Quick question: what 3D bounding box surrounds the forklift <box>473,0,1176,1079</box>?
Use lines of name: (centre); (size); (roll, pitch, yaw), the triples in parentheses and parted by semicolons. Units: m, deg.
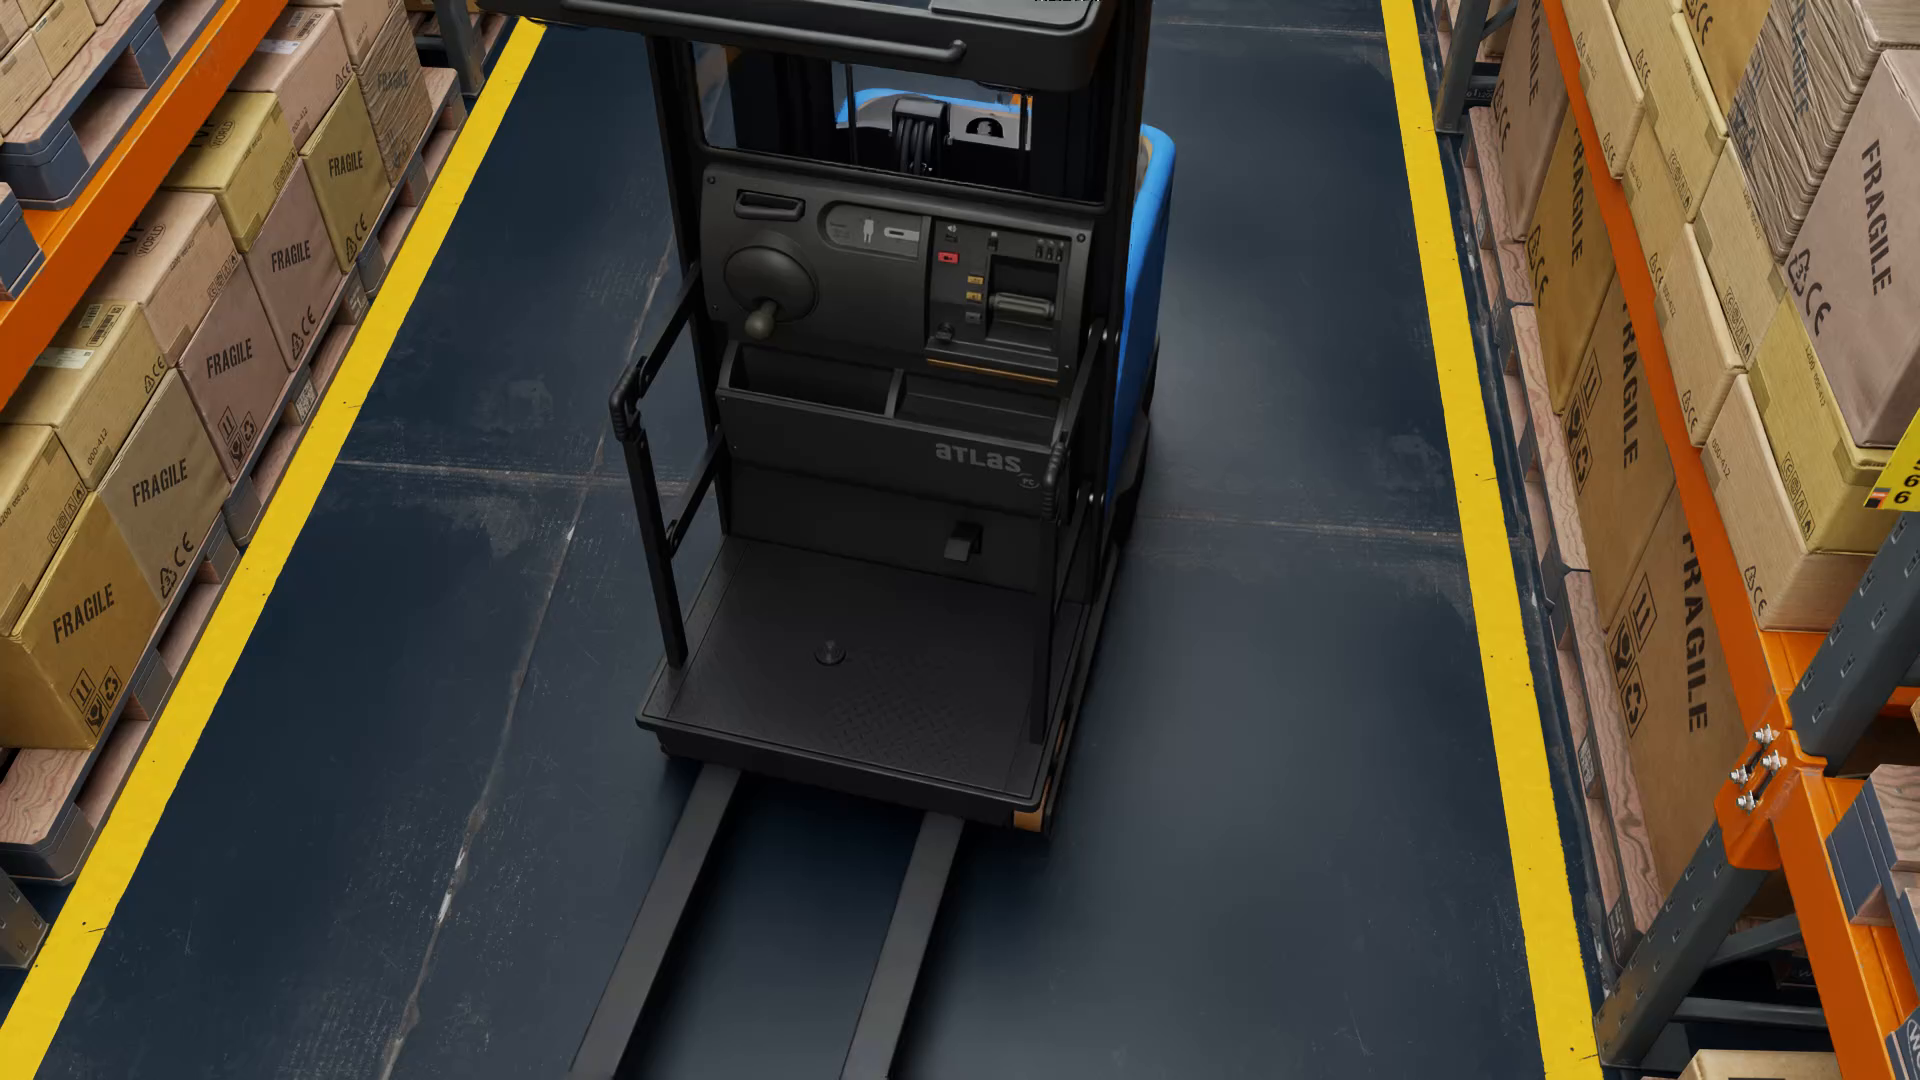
forklift: (-0.211, -0.521, 3.740); (1.130, 2.935, 3.031); (11, 48, 10)

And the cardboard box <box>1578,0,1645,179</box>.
cardboard box: (1.969, -1.195, 4.412); (0.500, 0.250, 0.500); (3, 48, 3)

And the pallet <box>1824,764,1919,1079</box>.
pallet: (2.111, 0.861, 2.559); (1.213, 0.211, 1.003); (4, 48, 4)

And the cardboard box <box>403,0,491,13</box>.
cardboard box: (-2.151, -2.358, 7.021); (0.380, 0.149, 0.250); (2, 48, 2)

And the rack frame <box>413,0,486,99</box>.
rack frame: (-2.504, -2.932, 5.899); (1.000, 3.000, 0.127); (4, 48, 4)

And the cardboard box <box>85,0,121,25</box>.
cardboard box: (-2.483, -1.531, 4.503); (0.380, 0.149, 0.250); (2, 48, 2)

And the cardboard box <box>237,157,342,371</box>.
cardboard box: (-2.419, -0.916, 5.464); (0.500, 0.500, 0.500); (3, 48, 3)

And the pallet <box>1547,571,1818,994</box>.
pallet: (2.217, 0.633, 4.528); (1.003, 0.211, 1.213); (4, 48, 4)

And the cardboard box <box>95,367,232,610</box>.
cardboard box: (-2.508, -0.163, 4.776); (0.500, 0.500, 0.500); (4, 48, 4)

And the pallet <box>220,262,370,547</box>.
pallet: (-2.682, -0.520, 5.583); (1.003, 0.211, 1.213); (4, 48, 4)

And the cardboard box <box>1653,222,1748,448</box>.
cardboard box: (1.888, -0.449, 3.730); (0.500, 0.250, 0.500); (5, 48, 4)

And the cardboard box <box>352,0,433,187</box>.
cardboard box: (-2.321, -1.670, 6.154); (0.500, 0.500, 0.500); (3, 48, 3)

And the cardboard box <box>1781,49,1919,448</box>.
cardboard box: (1.857, -0.503, 2.932); (0.500, 0.500, 0.500); (3, 48, 2)

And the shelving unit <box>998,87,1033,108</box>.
shelving unit: (0.240, -1.068, 5.511); (0.215, 1.050, 0.252); (11, 47, 10)

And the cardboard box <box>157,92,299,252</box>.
cardboard box: (-2.414, -1.153, 5.173); (0.500, 0.250, 0.500); (2, 48, 2)

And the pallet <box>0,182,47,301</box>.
pallet: (-2.910, -0.459, 3.767); (1.213, 0.211, 1.003); (4, 48, 4)

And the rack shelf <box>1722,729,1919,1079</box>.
rack shelf: (1.888, 1.978, 1.895); (1.077, 0.370, 4.000); (4, 48, 4)

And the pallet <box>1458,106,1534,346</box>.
pallet: (2.439, -1.160, 6.168); (1.003, 0.211, 1.213); (4, 48, 4)

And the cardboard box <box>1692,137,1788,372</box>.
cardboard box: (1.904, -0.602, 3.531); (0.500, 0.250, 0.500); (3, 48, 3)

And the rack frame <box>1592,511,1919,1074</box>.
rack frame: (2.070, 0.266, 2.974); (1.000, 3.000, 0.127); (4, 48, 4)

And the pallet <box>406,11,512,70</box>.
pallet: (-2.478, -2.487, 7.382); (1.003, 0.211, 1.213); (4, 48, 4)

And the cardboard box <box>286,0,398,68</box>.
cardboard box: (-2.320, -1.919, 5.874); (0.500, 0.250, 0.500); (3, 48, 2)

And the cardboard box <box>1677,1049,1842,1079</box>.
cardboard box: (2.008, 1.425, 3.410); (0.950, 0.372, 0.625); (1, 48, 1)

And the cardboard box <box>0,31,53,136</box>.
cardboard box: (-2.533, -1.155, 4.159); (0.380, 0.149, 0.250); (5, 48, 5)

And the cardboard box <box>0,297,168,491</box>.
cardboard box: (-2.519, -0.407, 4.491); (0.500, 0.250, 0.500); (3, 48, 3)

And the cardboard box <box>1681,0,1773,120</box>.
cardboard box: (1.947, -1.245, 3.611); (0.500, 0.500, 0.500); (4, 48, 4)

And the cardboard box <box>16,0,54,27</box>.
cardboard box: (-2.509, -1.438, 4.217); (0.380, 0.149, 0.250); (3, 48, 3)

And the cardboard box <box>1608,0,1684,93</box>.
cardboard box: (1.977, -1.362, 4.225); (0.500, 0.250, 0.500); (3, 48, 2)

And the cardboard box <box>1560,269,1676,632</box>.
cardboard box: (2.301, -0.316, 4.662); (0.875, 0.875, 0.875); (4, 48, 4)

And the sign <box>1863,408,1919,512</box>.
sign: (1.517, -0.160, 2.579); (0.100, 0.325, 0.005); (4, 48, 4)

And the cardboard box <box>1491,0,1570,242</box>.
cardboard box: (2.458, -1.637, 5.870); (0.875, 0.875, 0.875); (5, 48, 5)

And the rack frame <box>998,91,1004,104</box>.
rack frame: (0.210, -0.983, 5.429); (0.200, 1.050, 0.008); (11, 47, 10)
